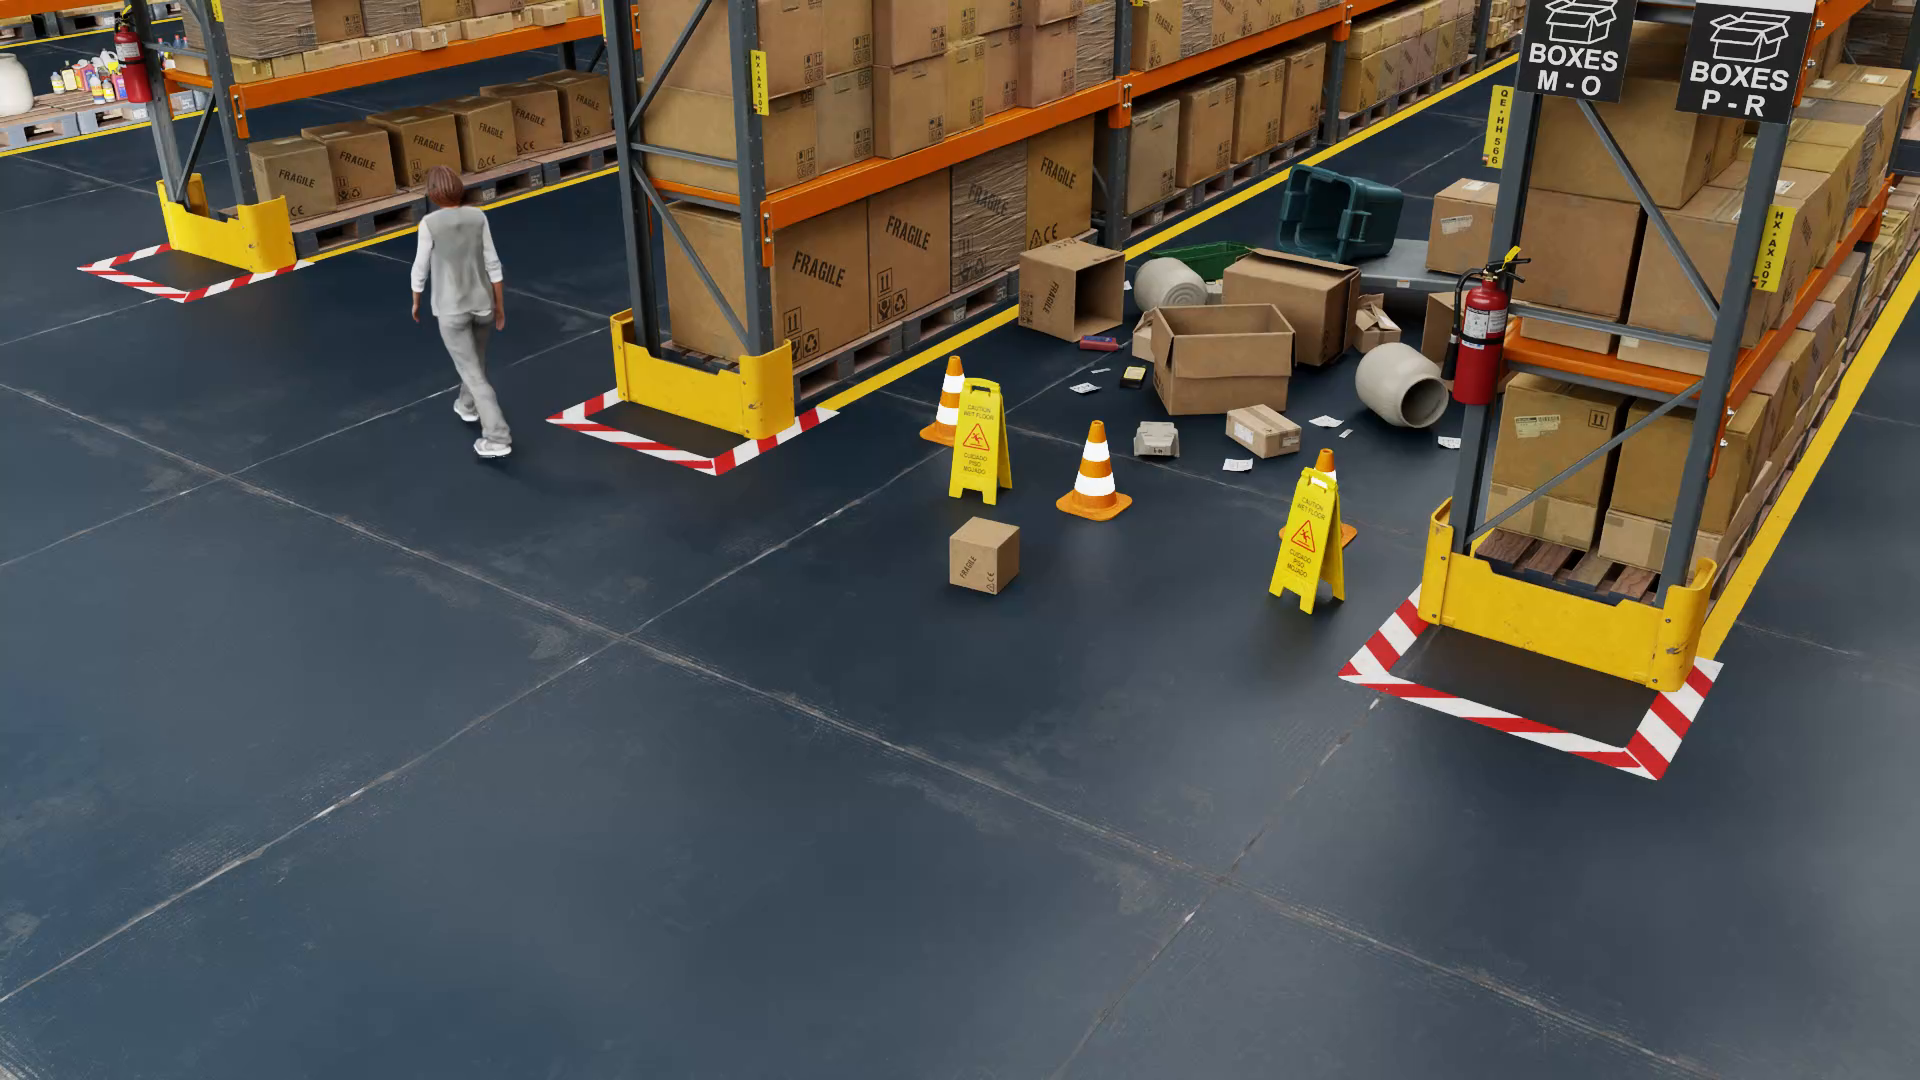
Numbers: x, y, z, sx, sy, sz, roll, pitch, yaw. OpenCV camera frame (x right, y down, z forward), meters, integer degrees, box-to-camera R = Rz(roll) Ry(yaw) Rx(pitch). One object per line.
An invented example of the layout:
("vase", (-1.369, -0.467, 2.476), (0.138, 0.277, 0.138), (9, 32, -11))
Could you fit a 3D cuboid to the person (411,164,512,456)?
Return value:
("person", (-2.731, -1.281, 9.081), (0.437, 1.539, 0.914), (-22, 34, -36))
